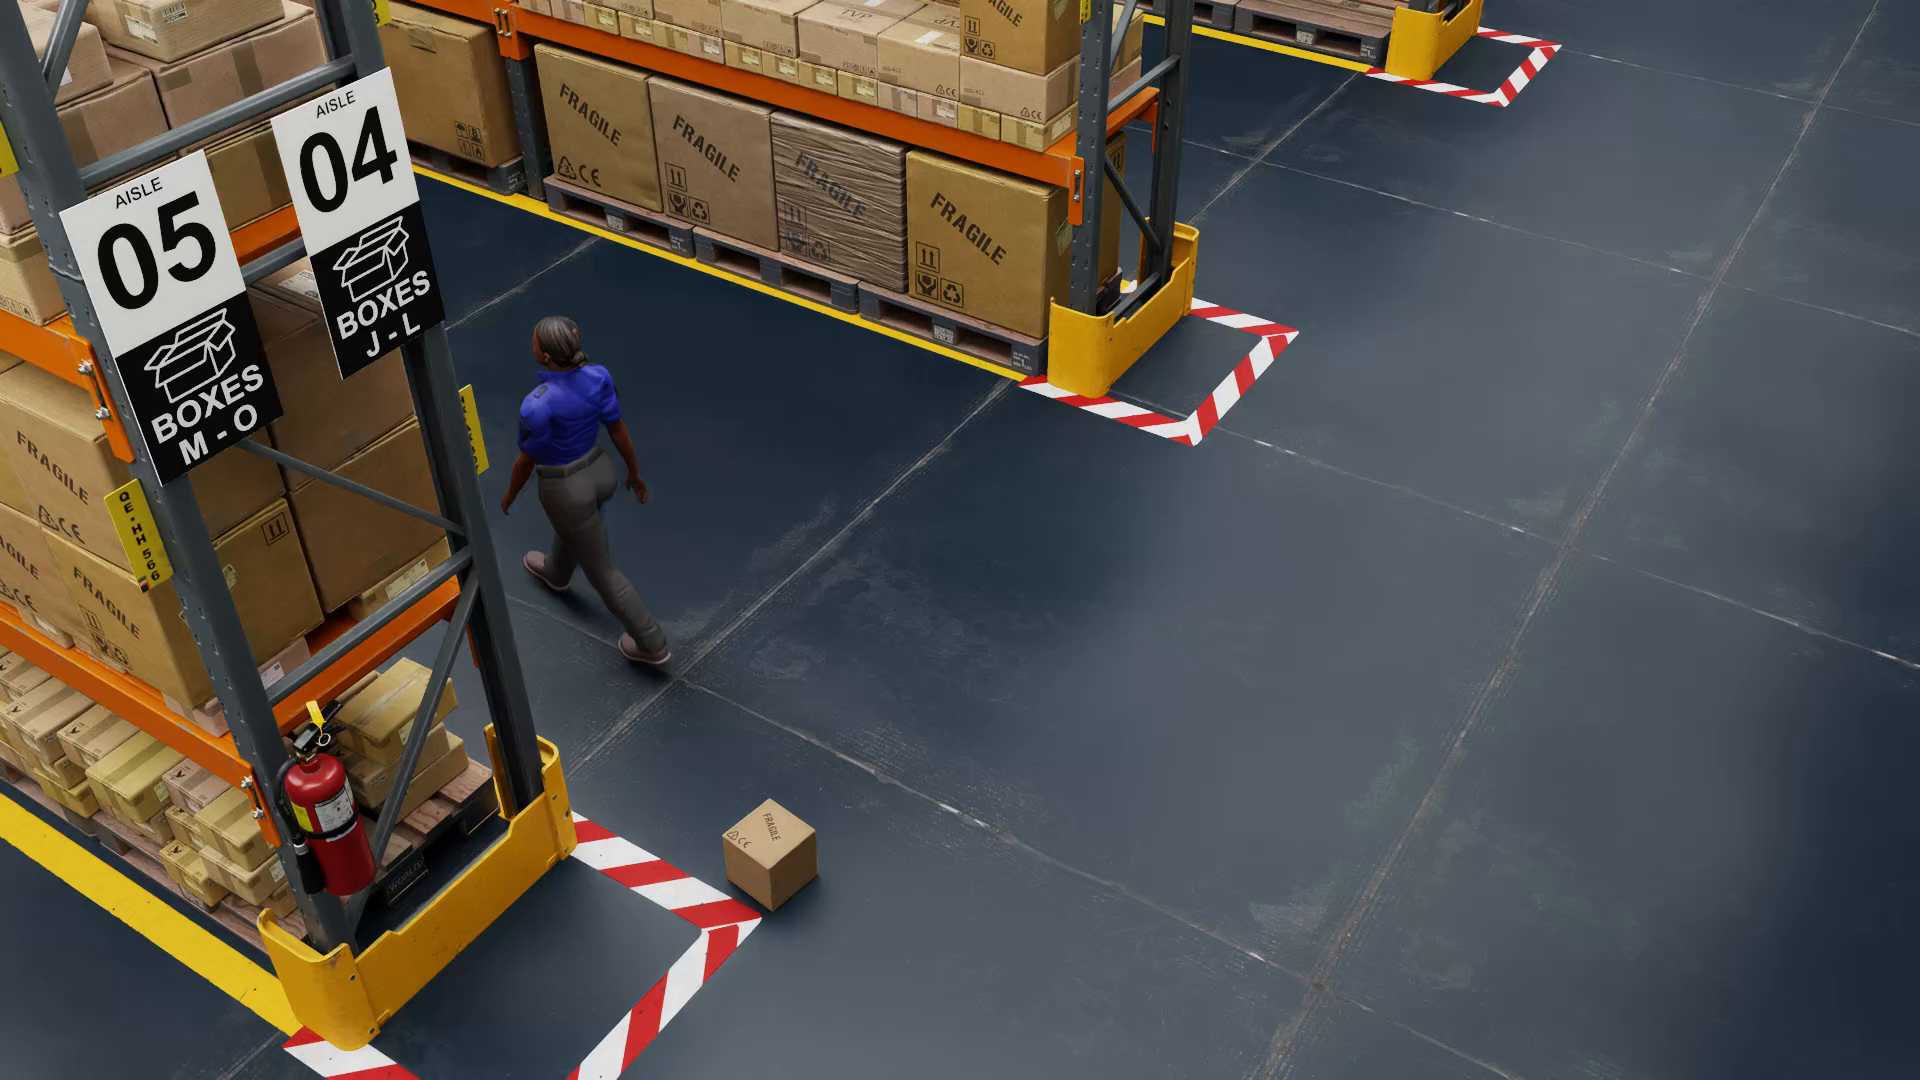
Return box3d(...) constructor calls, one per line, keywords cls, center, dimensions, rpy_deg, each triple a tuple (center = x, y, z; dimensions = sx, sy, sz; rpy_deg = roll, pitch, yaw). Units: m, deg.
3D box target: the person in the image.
box3d(cls="person", center=(-1.657, -0.263, 7.002), dimensions=(1.035, 1.587, 0.479), rpy_deg=(20, 43, 23))
